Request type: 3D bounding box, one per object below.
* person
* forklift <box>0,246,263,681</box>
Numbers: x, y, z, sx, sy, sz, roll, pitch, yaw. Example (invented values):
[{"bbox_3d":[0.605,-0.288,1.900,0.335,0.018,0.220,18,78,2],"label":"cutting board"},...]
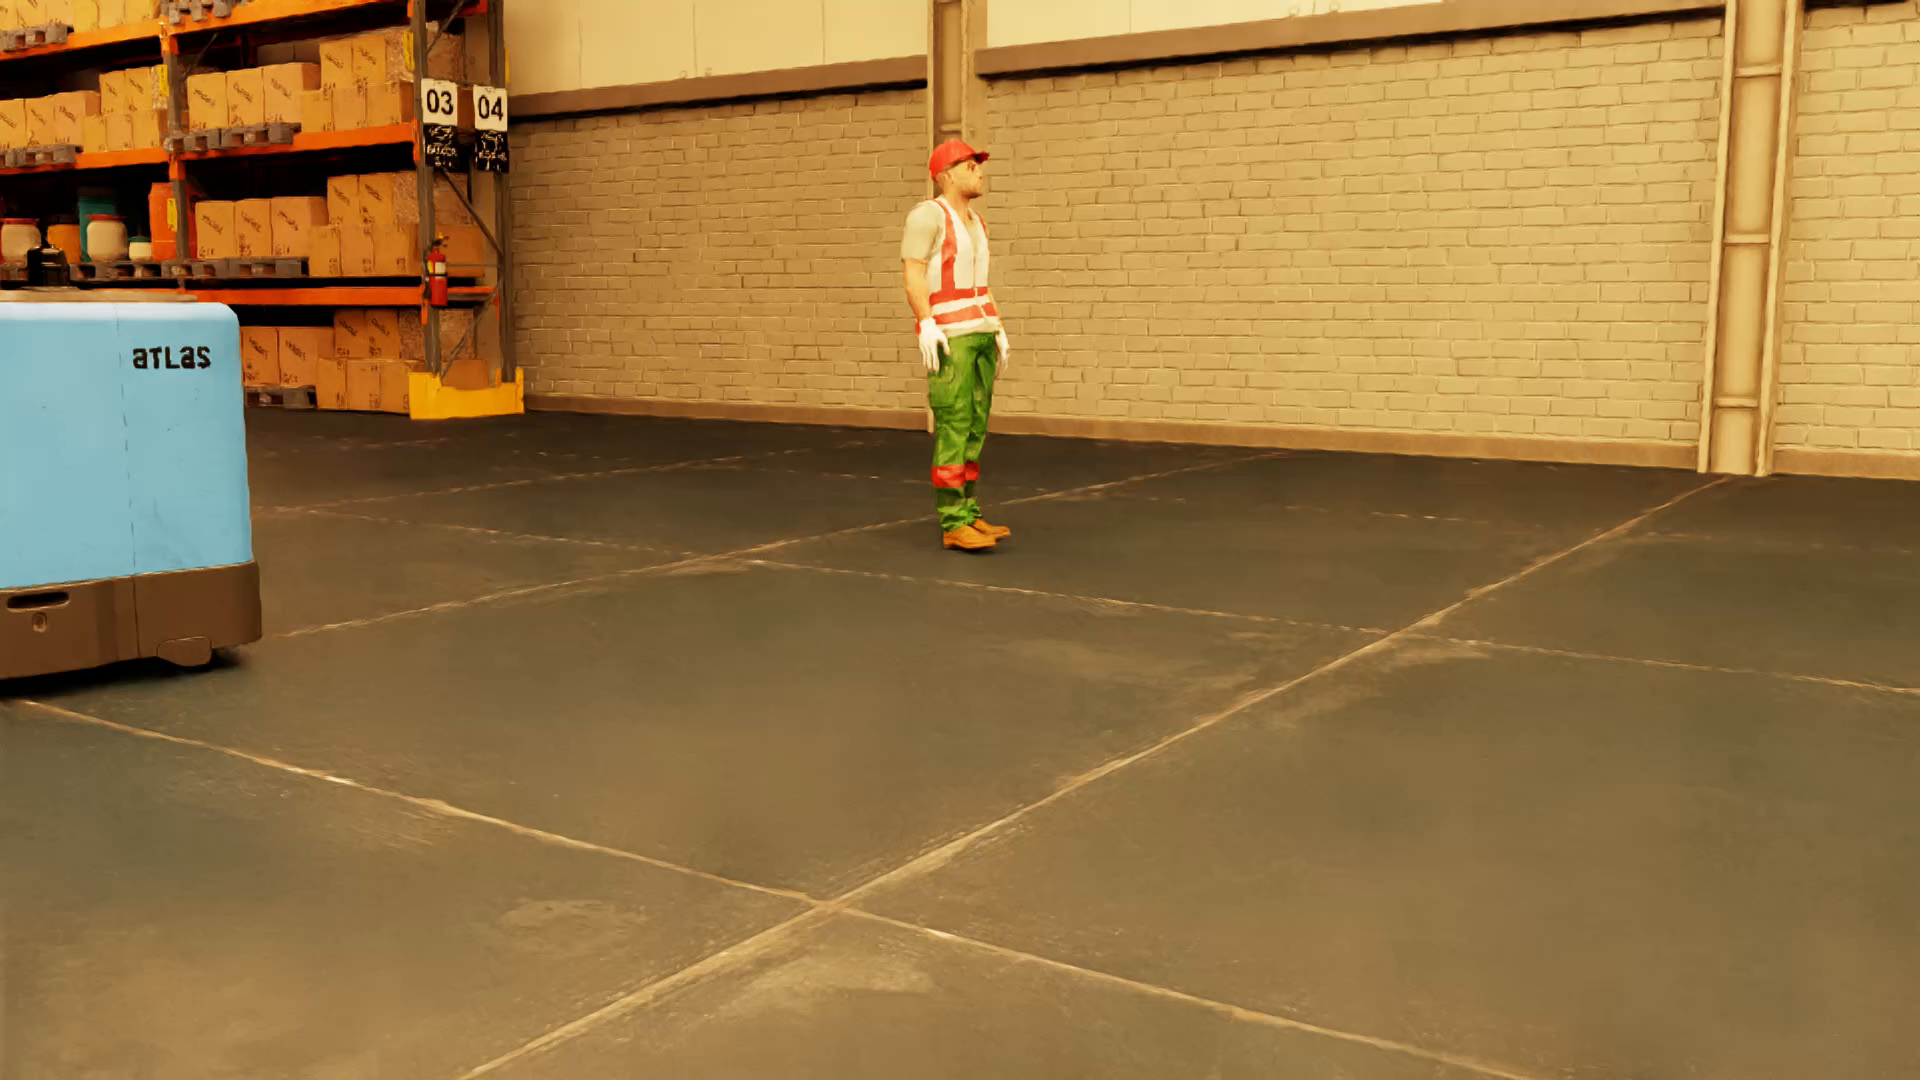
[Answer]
[{"bbox_3d":[0.061,-0.885,7.423,0.563,1.787,0.637,5,10,34],"label":"person"},{"bbox_3d":[-3.514,-0.986,4.128,3.031,2.935,1.130,-8,11,-43],"label":"forklift"}]
